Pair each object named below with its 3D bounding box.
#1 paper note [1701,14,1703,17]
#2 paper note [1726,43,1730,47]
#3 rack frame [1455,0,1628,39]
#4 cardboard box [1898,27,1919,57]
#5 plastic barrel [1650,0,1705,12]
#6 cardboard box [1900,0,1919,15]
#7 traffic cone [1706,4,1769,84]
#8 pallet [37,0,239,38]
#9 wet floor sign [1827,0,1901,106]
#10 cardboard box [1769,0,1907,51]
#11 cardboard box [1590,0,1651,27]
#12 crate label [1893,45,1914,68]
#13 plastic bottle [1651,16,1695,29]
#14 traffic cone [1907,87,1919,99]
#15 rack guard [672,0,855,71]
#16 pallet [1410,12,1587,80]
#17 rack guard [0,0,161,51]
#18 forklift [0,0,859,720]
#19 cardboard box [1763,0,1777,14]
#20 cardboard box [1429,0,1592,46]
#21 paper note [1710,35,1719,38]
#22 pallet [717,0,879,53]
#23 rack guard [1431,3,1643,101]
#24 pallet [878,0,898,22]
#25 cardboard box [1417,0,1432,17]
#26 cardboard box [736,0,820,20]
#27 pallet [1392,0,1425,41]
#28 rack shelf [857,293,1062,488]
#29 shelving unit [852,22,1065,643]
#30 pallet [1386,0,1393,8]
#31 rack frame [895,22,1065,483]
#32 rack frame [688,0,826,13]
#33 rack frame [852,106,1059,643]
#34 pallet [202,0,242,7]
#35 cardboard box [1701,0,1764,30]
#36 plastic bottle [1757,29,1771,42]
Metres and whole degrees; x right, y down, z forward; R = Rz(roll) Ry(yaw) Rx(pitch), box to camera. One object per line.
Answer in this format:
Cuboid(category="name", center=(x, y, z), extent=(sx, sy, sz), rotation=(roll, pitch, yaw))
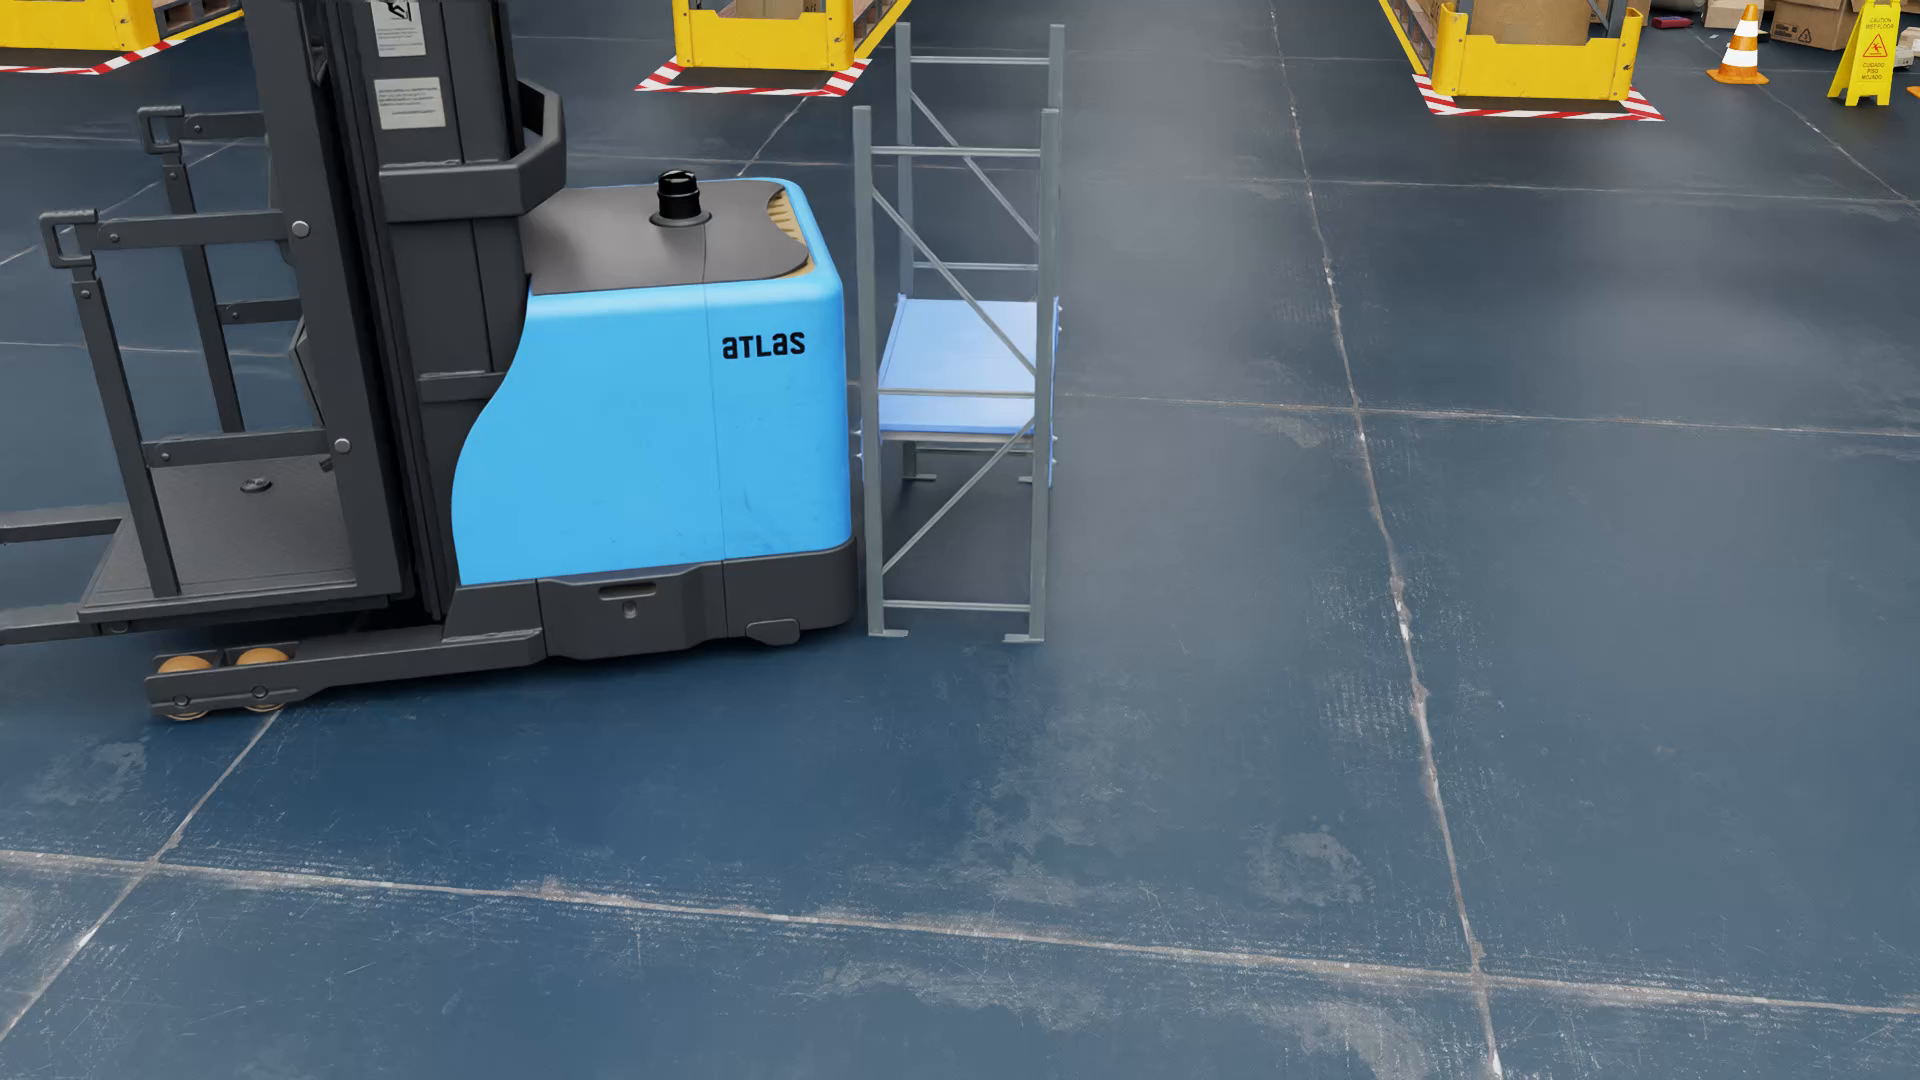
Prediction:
Cuboid(category="paper note", center=(5.732, -3.993, 12.638), extent=(0.172, 0.023, 0.155), rotation=(14, 31, 24))
Cuboid(category="paper note", center=(5.464, -3.478, 11.676), extent=(0.144, 0.017, 0.142), rotation=(14, 31, 24))
Cuboid(category="rack frame", center=(3.592, -4.166, 9.821), extent=(1.000, 3.000, 0.127), rotation=(3, 28, 6))
Cuboid(category="cardboard box", center=(6.673, -3.405, 11.414), extent=(0.380, 0.149, 0.250), rotation=(20, 34, 32))
Cuboid(category="plastic barrel", center=(5.466, -4.292, 12.770), extent=(0.421, 0.421, 0.512), rotation=(-24, 36, -37))
Cuboid(category="cardboard box", center=(7.526, -4.284, 12.673), extent=(0.500, 0.500, 0.500), rotation=(-24, 36, -37))
Cuboid(category="traffic cone", center=(5.067, -3.217, 10.733), extent=(0.336, 0.463, 0.334), rotation=(3, 28, 6))
Cuboid(category="pallet", center=(-6.166, -3.983, 12.421), extent=(1.003, 0.211, 1.213), rotation=(3, 28, 6))
Cuboid(category="wet floor sign", center=(5.554, -3.001, 10.140), extent=(0.267, 0.644, 0.232), rotation=(-1, 28, -3))
Cuboid(category="cardboard box", center=(6.220, -3.801, 11.775), extent=(0.797, 0.503, 0.637), rotation=(-17, 33, -29))
Cuboid(category="cardboard box", center=(4.911, -4.160, 12.441), extent=(0.500, 0.500, 0.500), rotation=(8, 29, 15))
Cuboid(category="crate label", center=(6.181, -3.222, 11.085), extent=(0.250, 0.136, 0.298), rotation=(-11, 30, -20))
Cuboid(category="plastic bottle", center=(5.274, -3.825, 12.286), extent=(0.283, 0.061, 0.133), rotation=(-6, 29, -11))
Cuboid(category="traffic cone", center=(6.147, -2.991, 10.314), extent=(0.336, 0.463, 0.334), rotation=(3, 28, 6))
Cuboid(category="rack guard", center=(-1.309, -3.437, 11.103), extent=(1.175, 0.500, 0.348), rotation=(3, 28, 6))
Cuboid(category="pallet", center=(3.613, -3.320, 11.189), extent=(1.003, 0.211, 1.213), rotation=(3, 28, 6))
Cuboid(category="rack guard", center=(-6.271, -3.728, 11.643), extent=(1.175, 0.500, 0.348), rotation=(3, 28, 6))
Cuboid(category="forklift", center=(-1.858, -1.090, 4.184), extent=(3.031, 2.935, 1.130), rotation=(-6, 29, -10))
Cuboid(category="cardboard box", center=(6.326, -4.302, 12.561), extent=(0.797, 0.637, 0.503), rotation=(3, 28, 6))
Cuboid(category="cardboard box", center=(3.610, -3.739, 10.825), extent=(0.875, 0.875, 0.875), rotation=(4, 29, 6))
Cuboid(category="paper note", center=(5.426, -3.623, 11.964), extent=(0.032, 0.001, 0.123), rotation=(20, 34, 32))
Cuboid(category="pallet", center=(-1.174, -3.691, 11.878), extent=(1.003, 0.211, 1.213), rotation=(3, 28, 6))
Cuboid(category="rack guard", center=(3.589, -3.055, 10.393), extent=(1.175, 0.500, 0.348), rotation=(3, 28, 6))
Cuboid(category="pallet", center=(-1.022, -4.263, 12.941), extent=(1.003, 0.211, 1.213), rotation=(3, 28, 6))
Cuboid(category="cardboard box", center=(3.716, -4.153, 11.594), extent=(0.875, 0.875, 0.875), rotation=(3, 28, 5))
Cuboid(category="cardboard box", center=(-1.225, -3.880, 11.481), extent=(0.500, 0.500, 0.500), rotation=(9, 30, 16))
Cuboid(category="pallet", center=(3.765, -3.892, 12.252), extent=(1.003, 0.211, 1.213), rotation=(3, 28, 6))
Cuboid(category="rack shelf", center=(0.024, -0.465, 4.912), extent=(0.538, 0.185, 1.000), rotation=(2, 28, 3))
Cuboid(category="shelving unit", center=(0.024, -0.624, 4.827), extent=(0.538, 1.500, 1.048), rotation=(2, 28, 3))
Cuboid(category="pallet", center=(3.912, -4.468, 13.321), extent=(1.003, 0.211, 1.213), rotation=(3, 28, 6))
Cuboid(category="rack frame", center=(0.059, -0.864, 5.273), extent=(0.500, 1.500, 0.032), rotation=(2, 28, 3))
Cuboid(category="rack frame", center=(-1.318, -4.502, 10.444), extent=(1.000, 3.000, 0.127), rotation=(3, 28, 6))
Cuboid(category="rack frame", center=(-0.010, -0.383, 4.380), extent=(0.500, 1.500, 0.032), rotation=(2, 28, 3))
Cuboid(category="pallet", center=(-6.014, -4.556, 13.484), extent=(1.003, 0.211, 1.213), rotation=(3, 28, 6))
Cuboid(category="cardboard box", center=(5.700, -3.929, 12.264), extent=(0.396, 0.266, 0.258), rotation=(8, 29, 15))
Cuboid(category="plastic bottle", center=(5.665, -3.628, 11.920), extent=(0.133, 0.061, 0.283), rotation=(-6, 29, -11))
